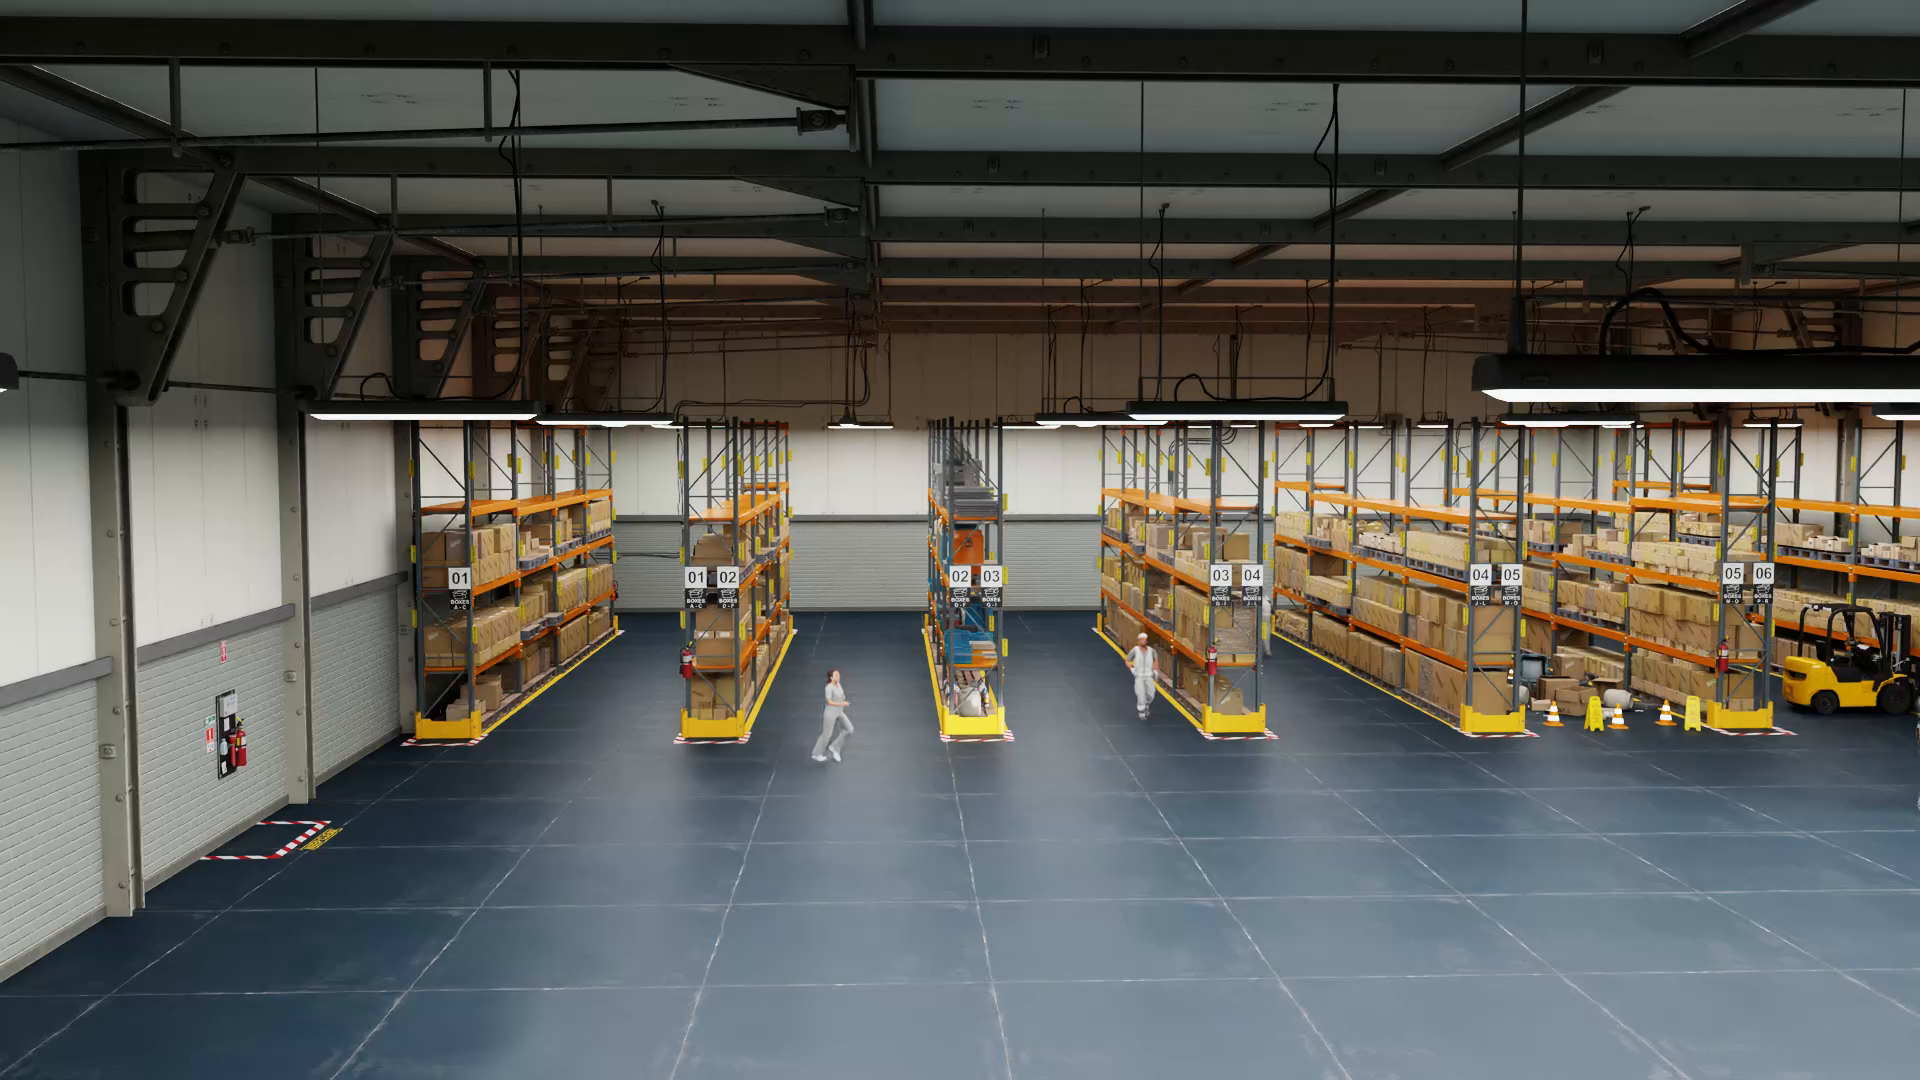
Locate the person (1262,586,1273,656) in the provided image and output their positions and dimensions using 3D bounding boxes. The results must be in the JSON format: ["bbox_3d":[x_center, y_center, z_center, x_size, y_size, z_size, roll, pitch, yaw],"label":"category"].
[{"bbox_3d":[7.708,2.038,42.389,0.665,1.752,1.010,-1,4,-11],"label":"person"}]

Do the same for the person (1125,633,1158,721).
[{"bbox_3d":[3.599,2.703,32.833,0.676,1.748,0.592,0,4,-5],"label":"person"}]

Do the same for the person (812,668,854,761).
[{"bbox_3d":[-2.166,3.009,28.666,0.823,1.620,0.572,2,4,33],"label":"person"}]
